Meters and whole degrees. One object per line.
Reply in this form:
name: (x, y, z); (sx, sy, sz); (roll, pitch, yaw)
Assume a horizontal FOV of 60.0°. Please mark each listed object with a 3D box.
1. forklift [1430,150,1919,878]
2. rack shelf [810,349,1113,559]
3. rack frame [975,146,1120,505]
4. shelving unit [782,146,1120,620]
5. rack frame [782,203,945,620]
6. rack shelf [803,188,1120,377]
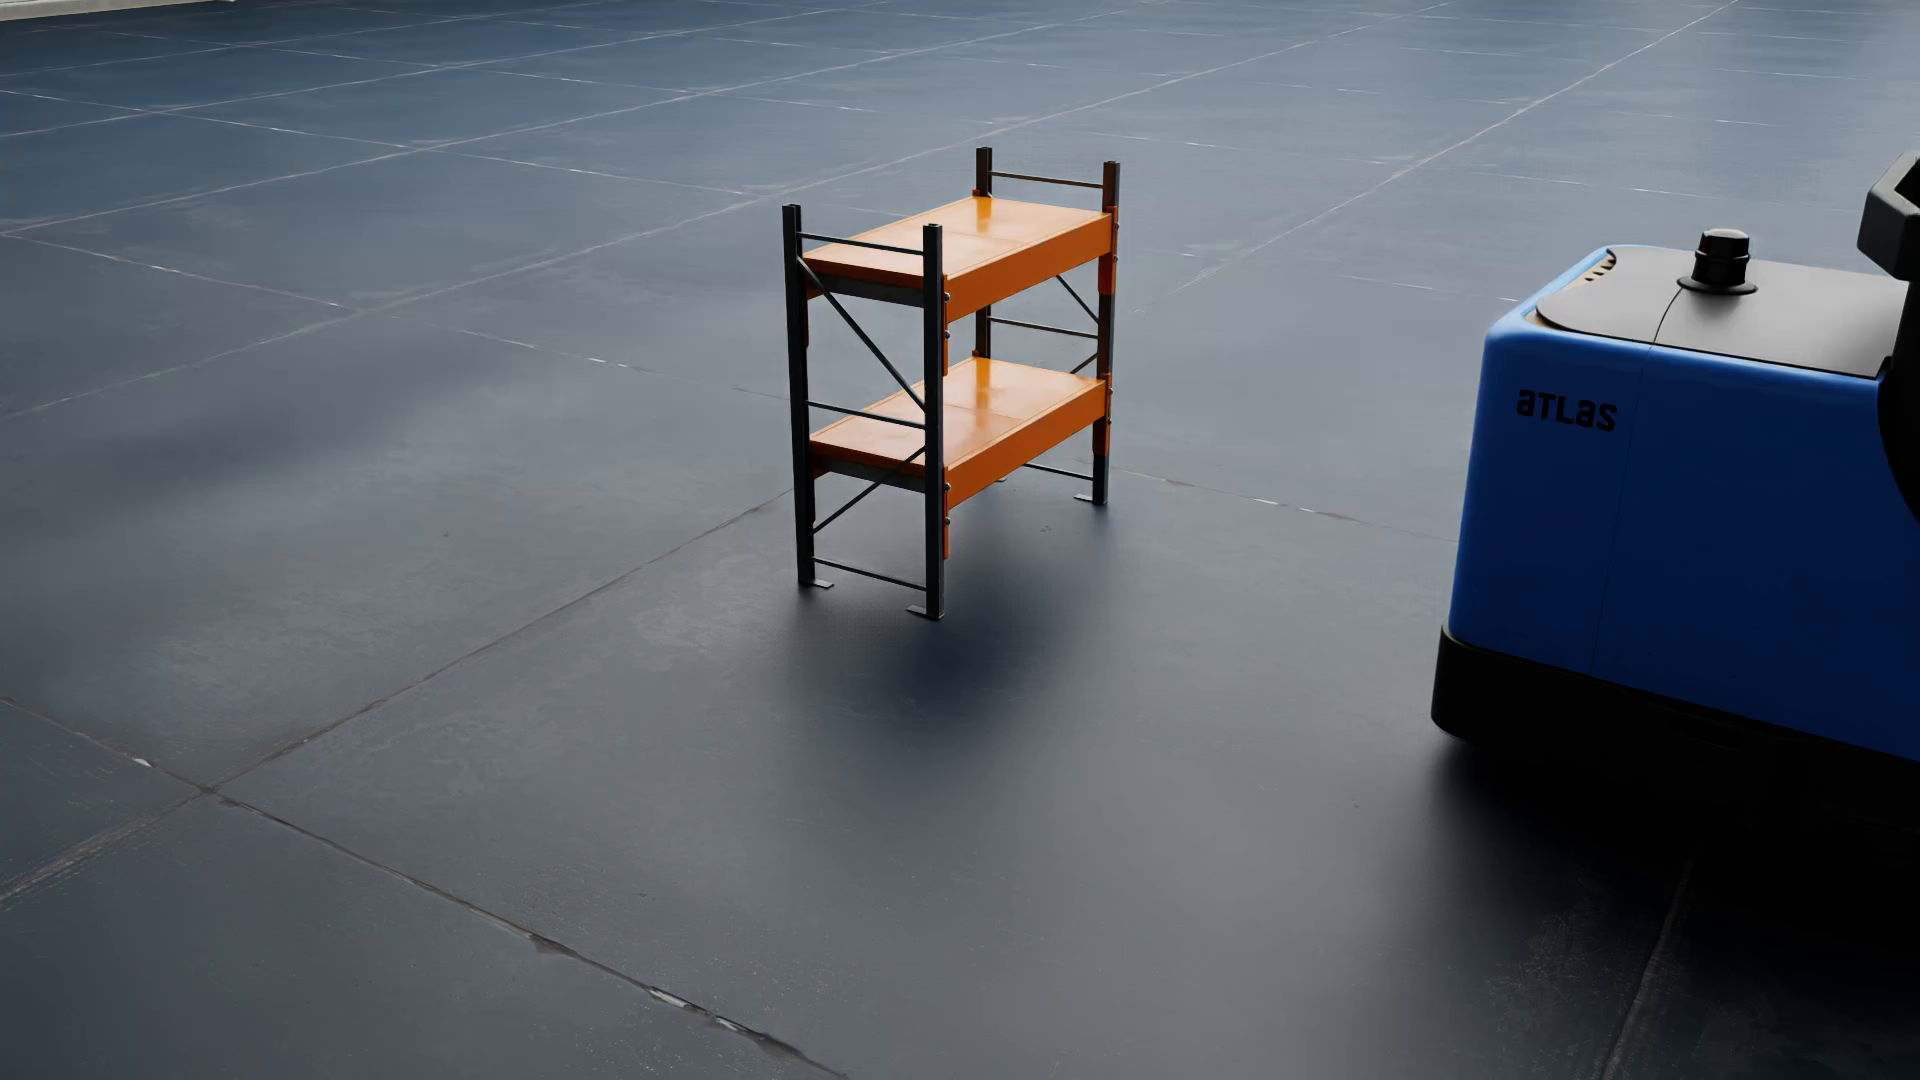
forklift: (2.656, -0.662, 3.090); (3.031, 2.935, 1.130); (15, 28, 31)
rack shelf: (0.004, -0.294, 5.129); (0.538, 0.278, 1.000); (14, 27, 29)
rack frame: (0.272, -0.690, 5.428); (0.500, 1.125, 0.032); (14, 27, 29)
shelving unit: (0.004, -0.518, 5.032); (0.538, 1.125, 1.048); (14, 27, 29)
rack frame: (-0.265, -0.347, 4.635); (0.500, 1.125, 0.032); (14, 27, 29)
rack shelf: (0.004, -0.787, 4.916); (0.538, 0.278, 1.000); (14, 27, 29)
